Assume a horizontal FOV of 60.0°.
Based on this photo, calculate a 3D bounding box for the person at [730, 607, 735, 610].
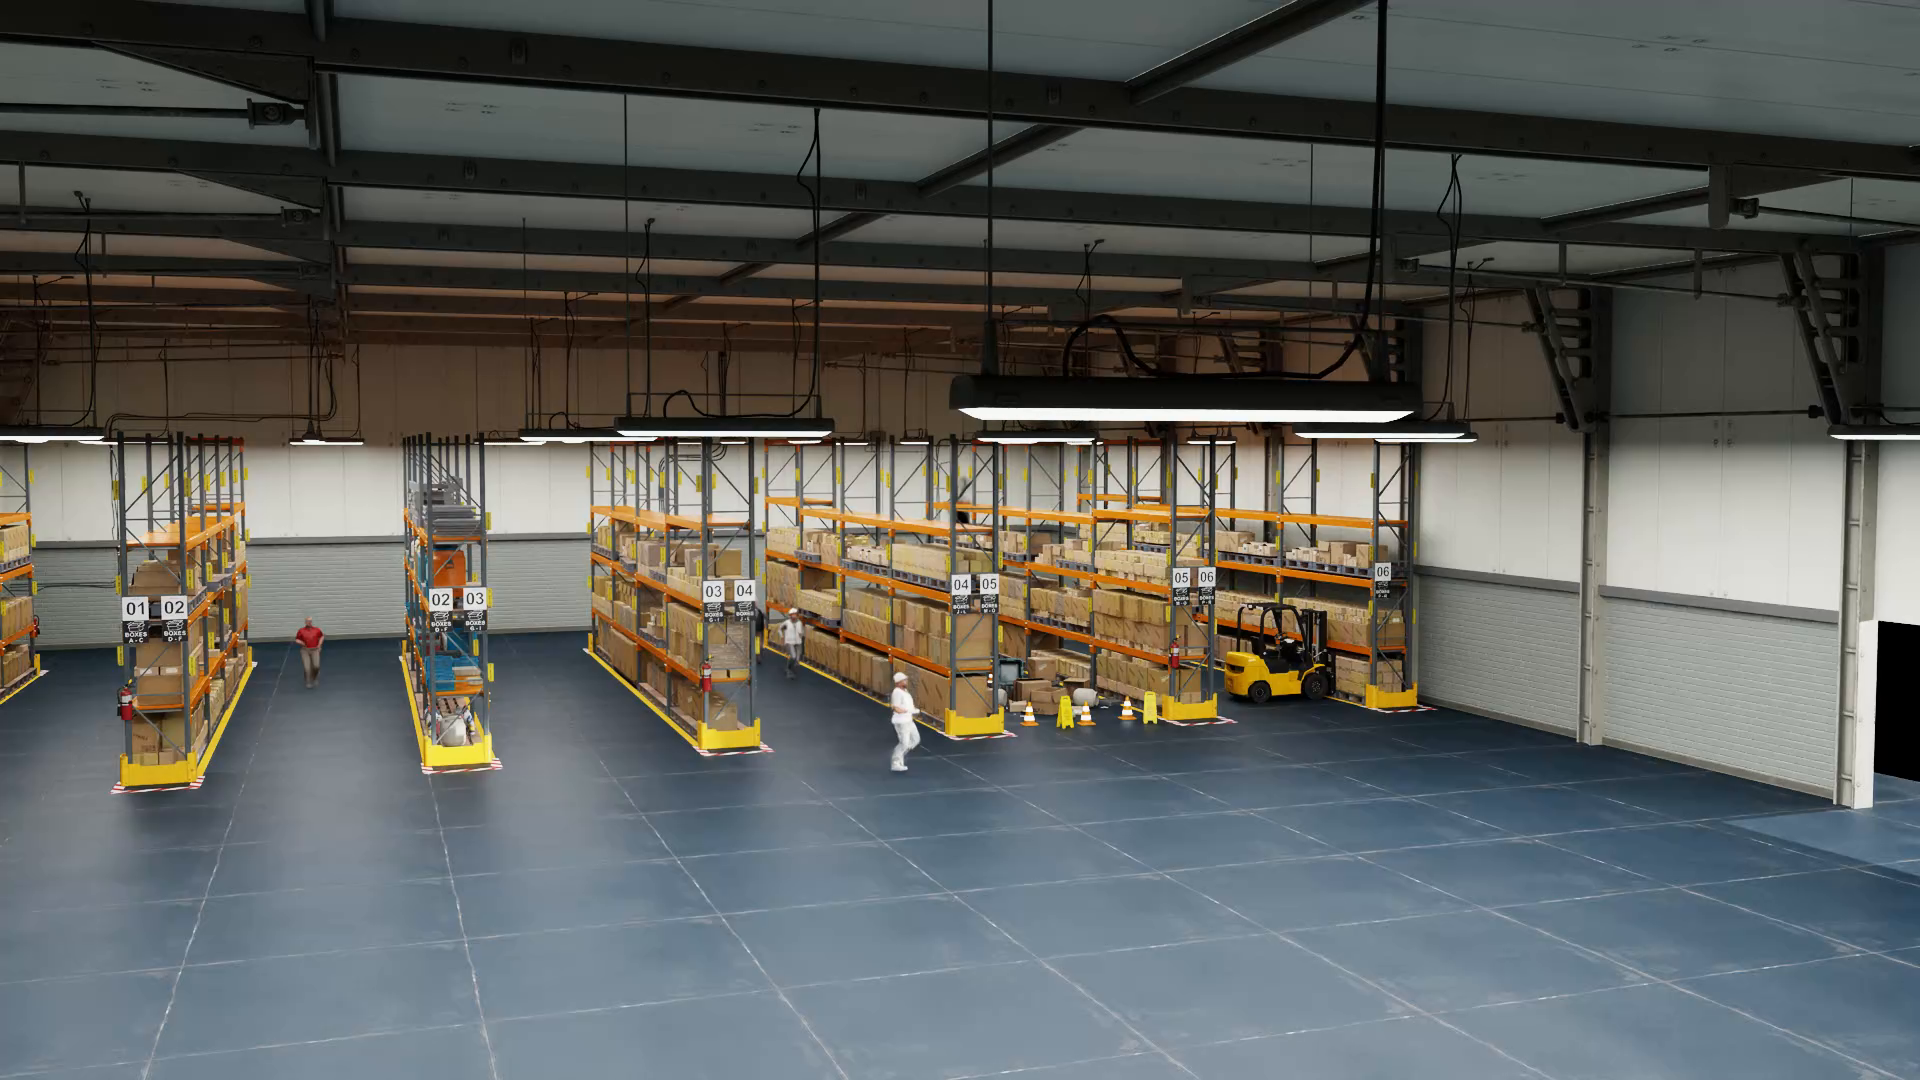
[{"bbox_3d":[-6.692,2.216,48.079,0.578,1.659,0.886,2,4,27],"label":"person"}]

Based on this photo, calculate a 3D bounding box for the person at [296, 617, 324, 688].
[{"bbox_3d":[-15.421,2.687,39.487,0.640,1.705,0.636,-1,3,-25],"label":"person"}]

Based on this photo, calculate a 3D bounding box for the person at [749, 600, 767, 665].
[{"bbox_3d":[-5.412,2.436,43.982,0.669,1.697,0.878,-1,3,-20],"label":"person"}]

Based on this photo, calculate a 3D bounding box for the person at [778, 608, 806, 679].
[{"bbox_3d":[-4.121,2.562,41.057,0.609,1.752,0.676,-2,4,-28],"label":"person"}]

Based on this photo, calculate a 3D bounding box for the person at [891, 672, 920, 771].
[{"bbox_3d":[-0.951,3.205,29.390,0.611,1.743,0.666,1,3,15],"label":"person"}]
